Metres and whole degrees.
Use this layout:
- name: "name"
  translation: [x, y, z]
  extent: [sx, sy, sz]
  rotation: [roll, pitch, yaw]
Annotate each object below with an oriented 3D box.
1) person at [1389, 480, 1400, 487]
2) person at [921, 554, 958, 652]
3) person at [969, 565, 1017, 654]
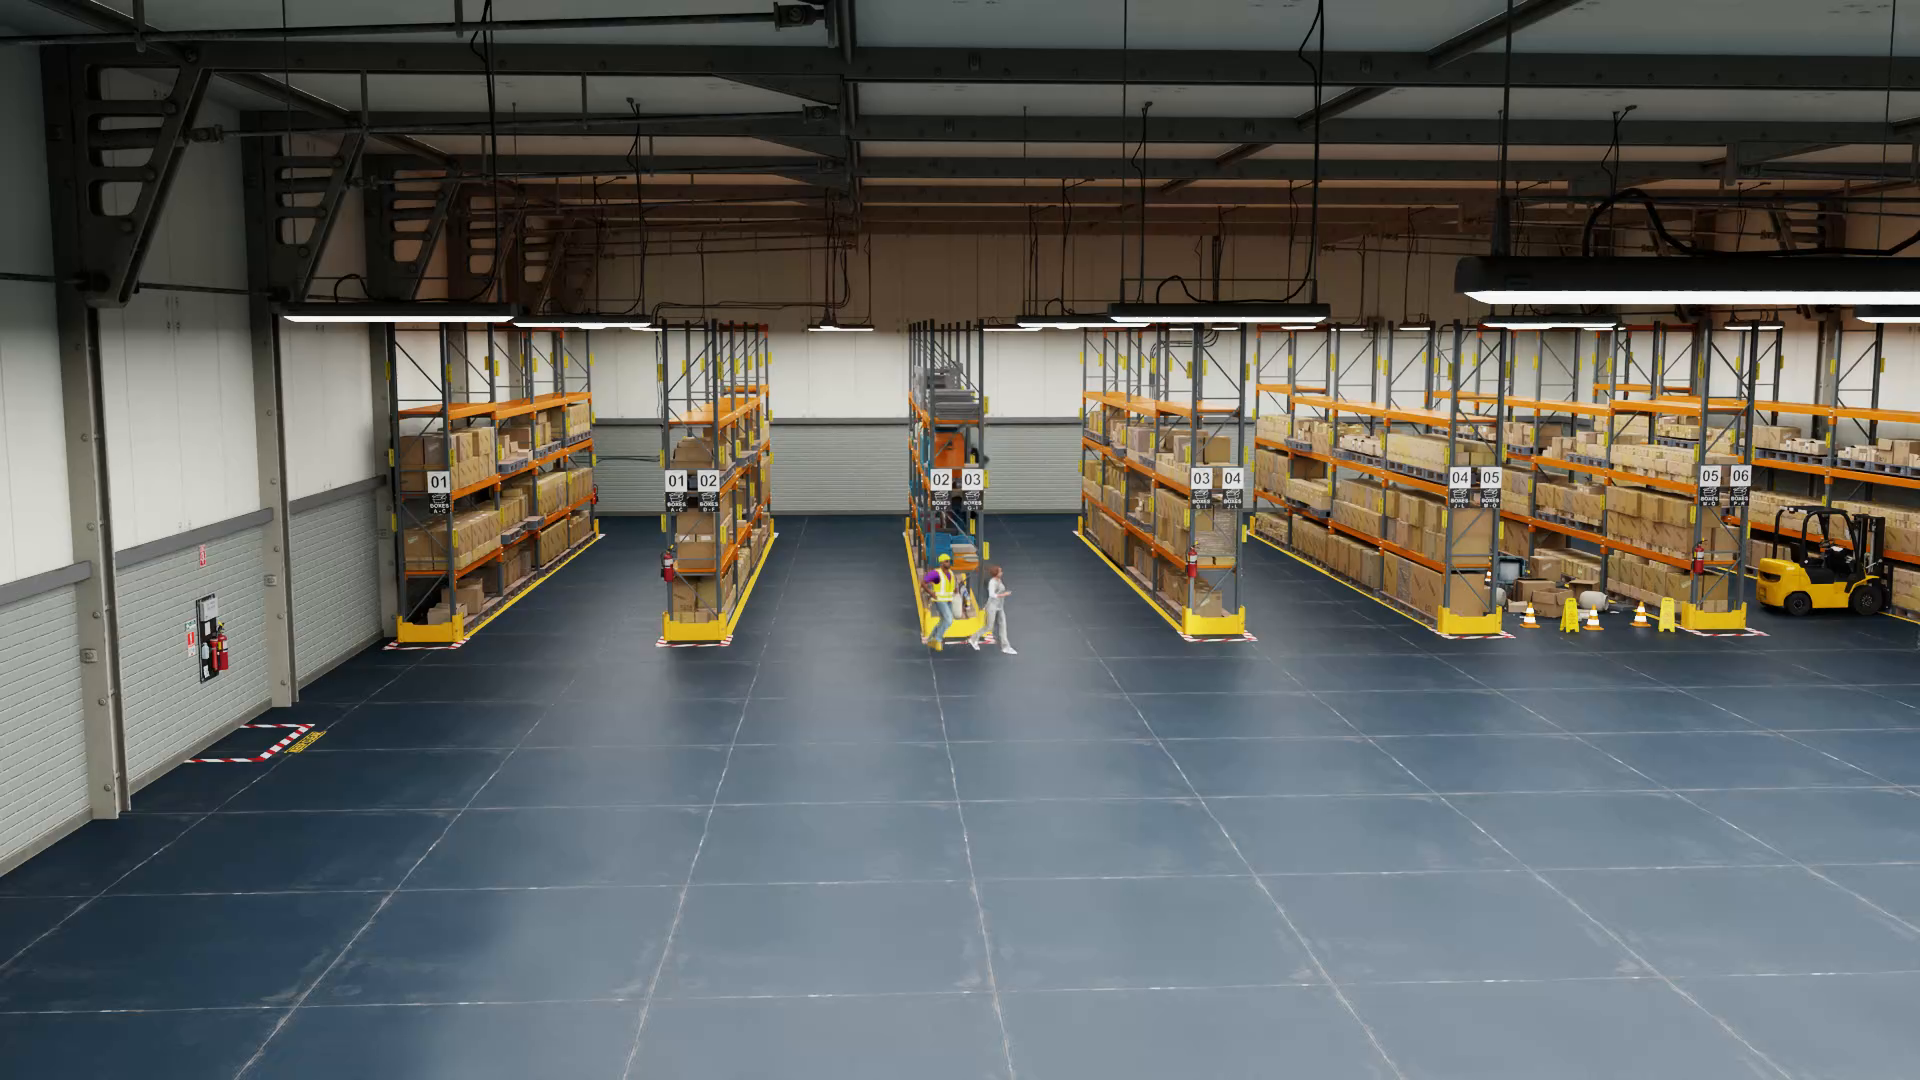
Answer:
- name: "person"
  translation: [12.911, -1.252, 49.524]
  extent: [0.736, 1.755, 0.676]
  rotation: [0, 7, 0]
- name: "person"
  translation: [-0.299, 1.139, 30.217]
  extent: [0.610, 1.779, 0.731]
  rotation: [5, 9, 38]
- name: "person"
  translation: [0.602, 1.232, 29.743]
  extent: [0.908, 1.578, 0.543]
  rotation: [3, 8, 25]
